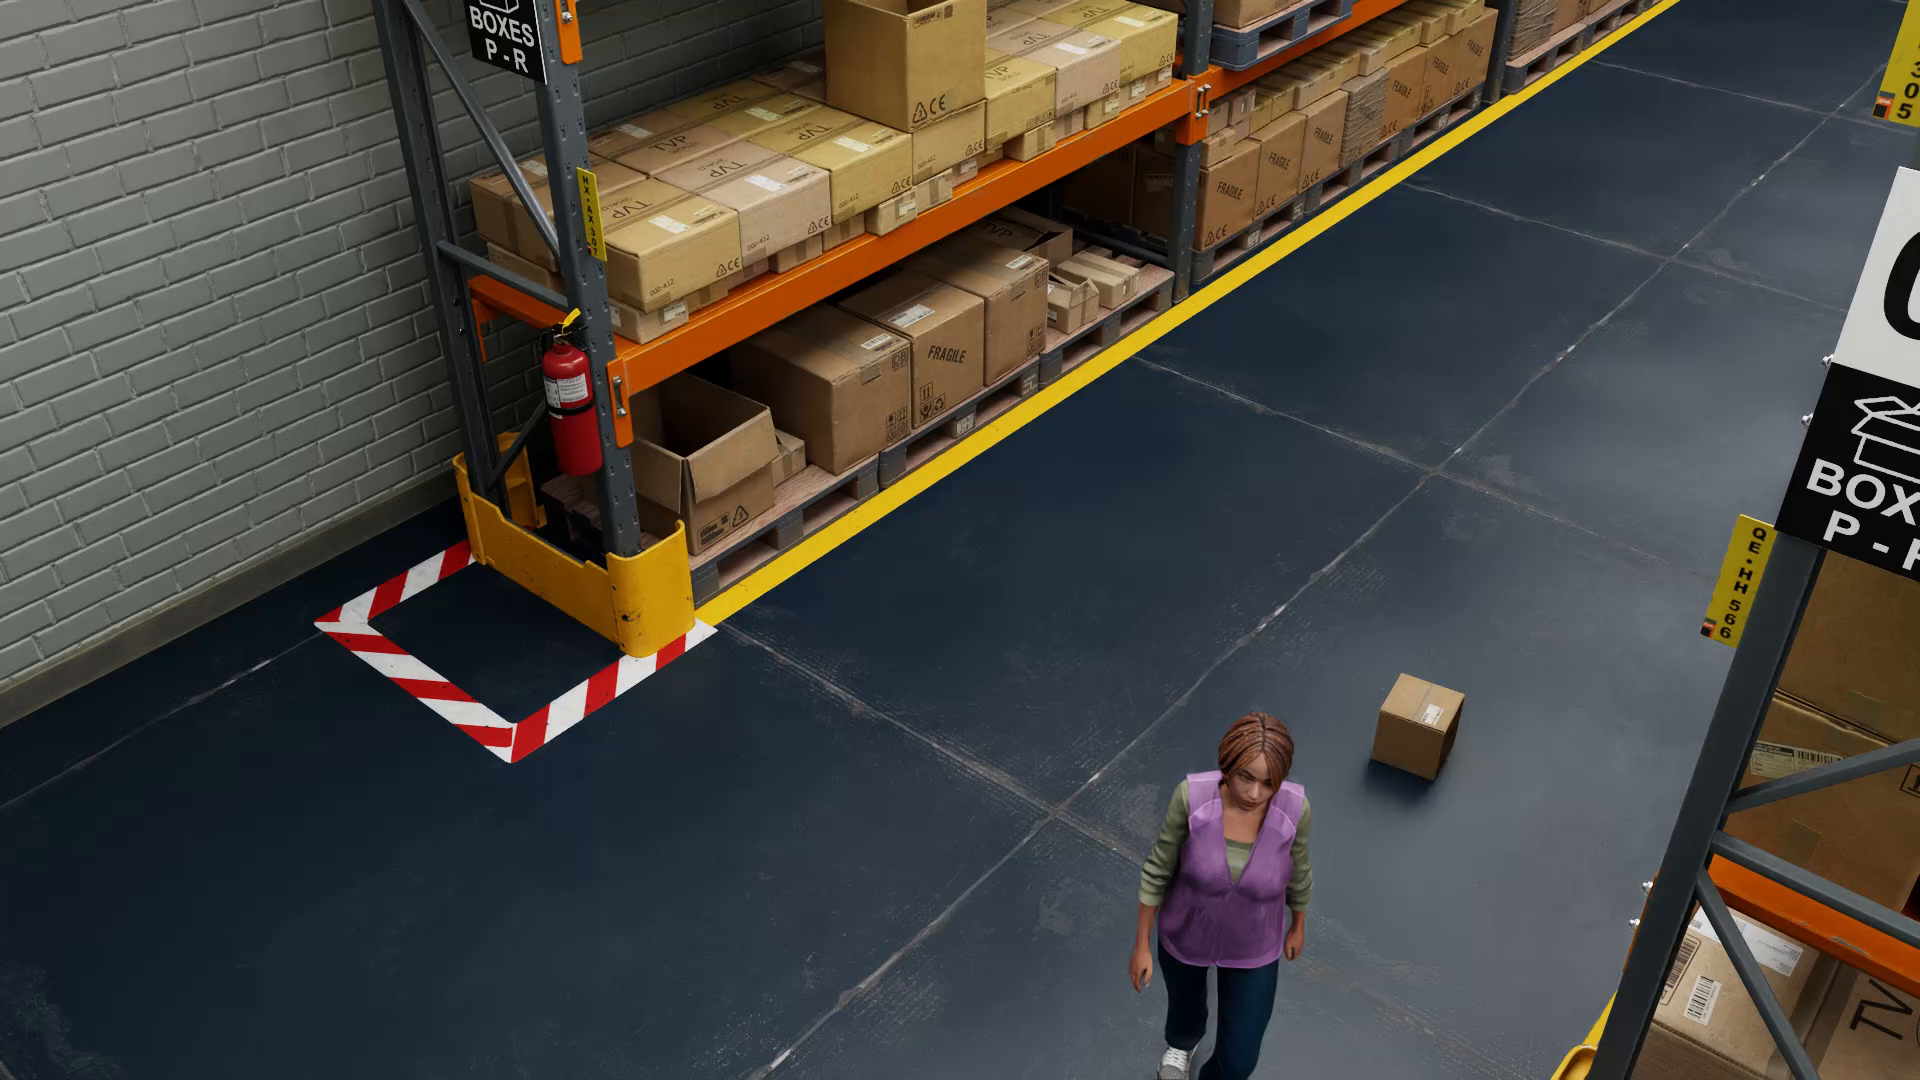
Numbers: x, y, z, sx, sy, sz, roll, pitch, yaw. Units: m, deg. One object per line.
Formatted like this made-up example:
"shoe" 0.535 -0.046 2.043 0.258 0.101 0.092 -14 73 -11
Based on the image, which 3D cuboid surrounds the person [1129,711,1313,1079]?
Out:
"person" 0.713 1.131 4.591 0.466 1.634 0.630 8 36 11
